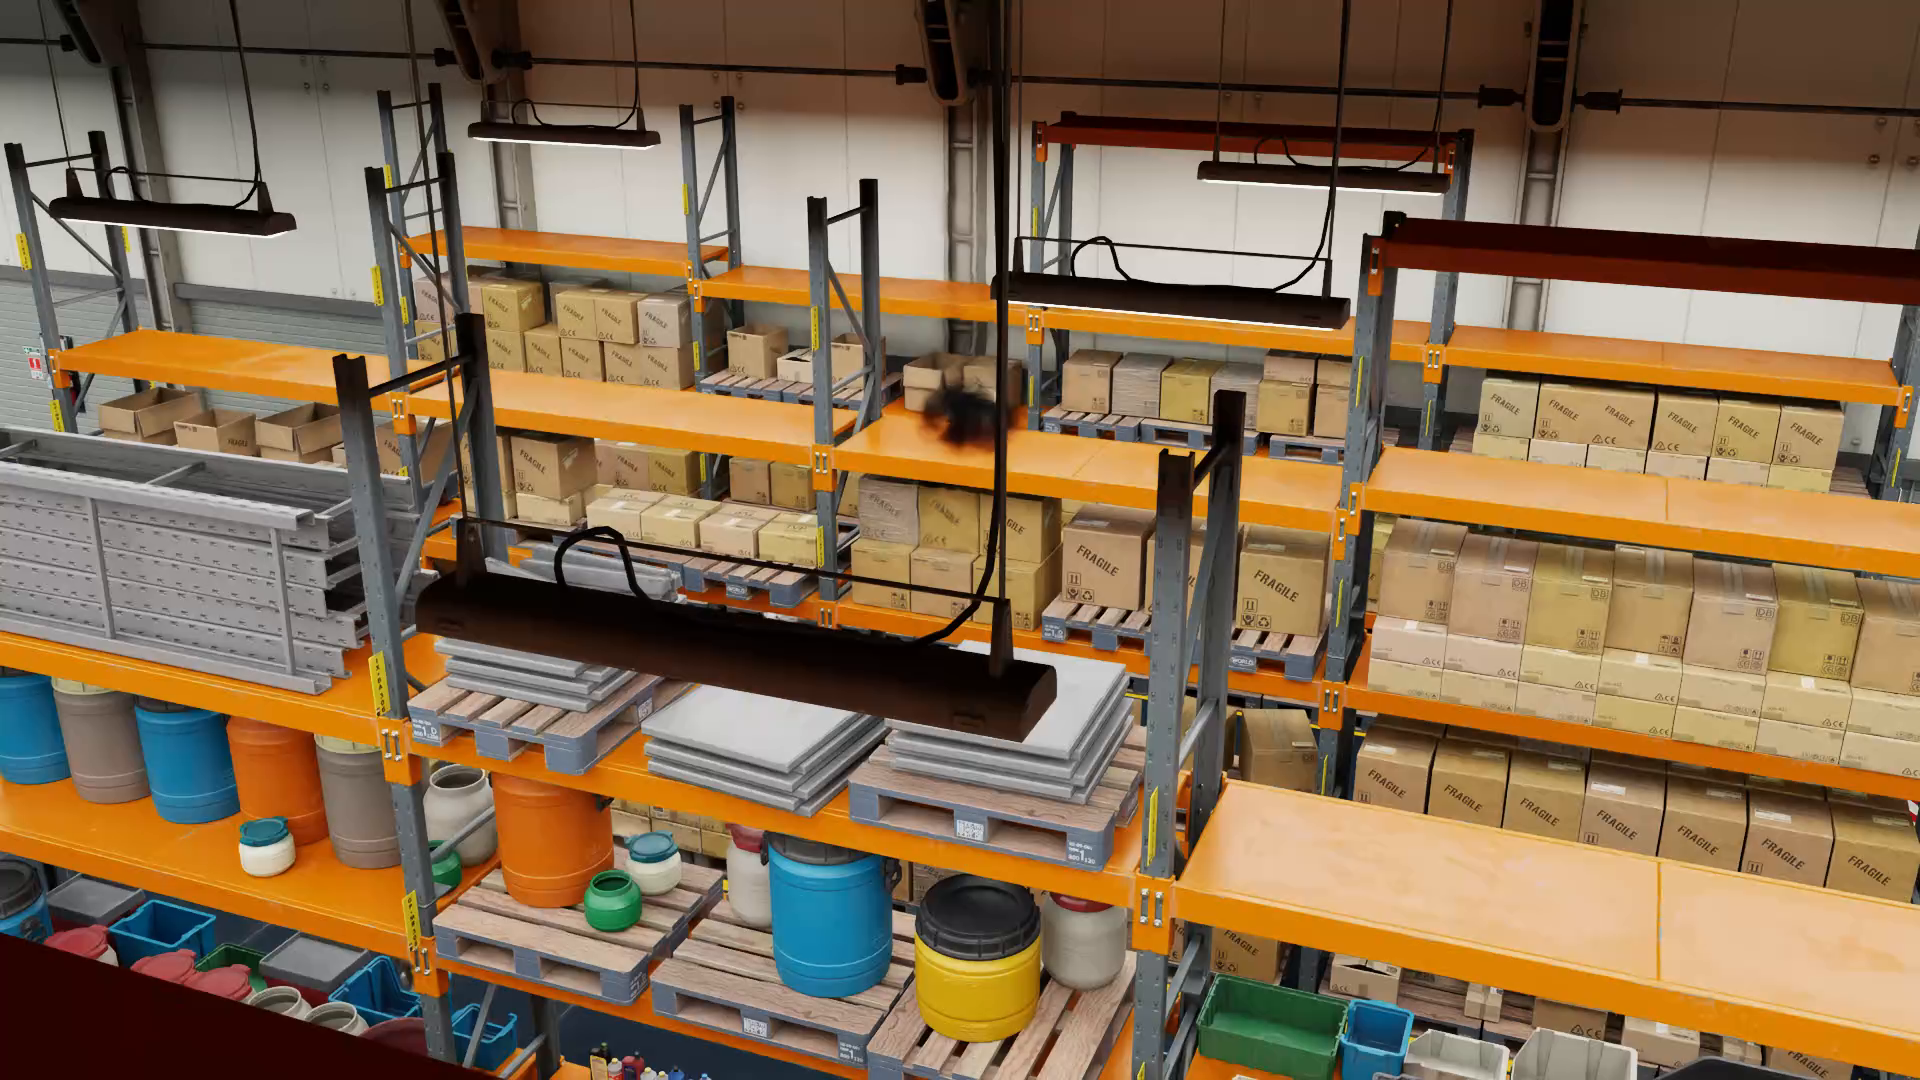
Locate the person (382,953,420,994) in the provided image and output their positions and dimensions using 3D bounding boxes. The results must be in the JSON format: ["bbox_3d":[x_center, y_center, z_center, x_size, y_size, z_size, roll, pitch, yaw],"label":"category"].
[{"bbox_3d":[-4.216,2.650,12.418,0.633,1.711,0.698,5,21,12],"label":"person"}]

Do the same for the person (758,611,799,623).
[{"bbox_3d":[-1.821,1.103,16.442,0.493,1.662,0.548,11,23,26],"label":"person"}]
